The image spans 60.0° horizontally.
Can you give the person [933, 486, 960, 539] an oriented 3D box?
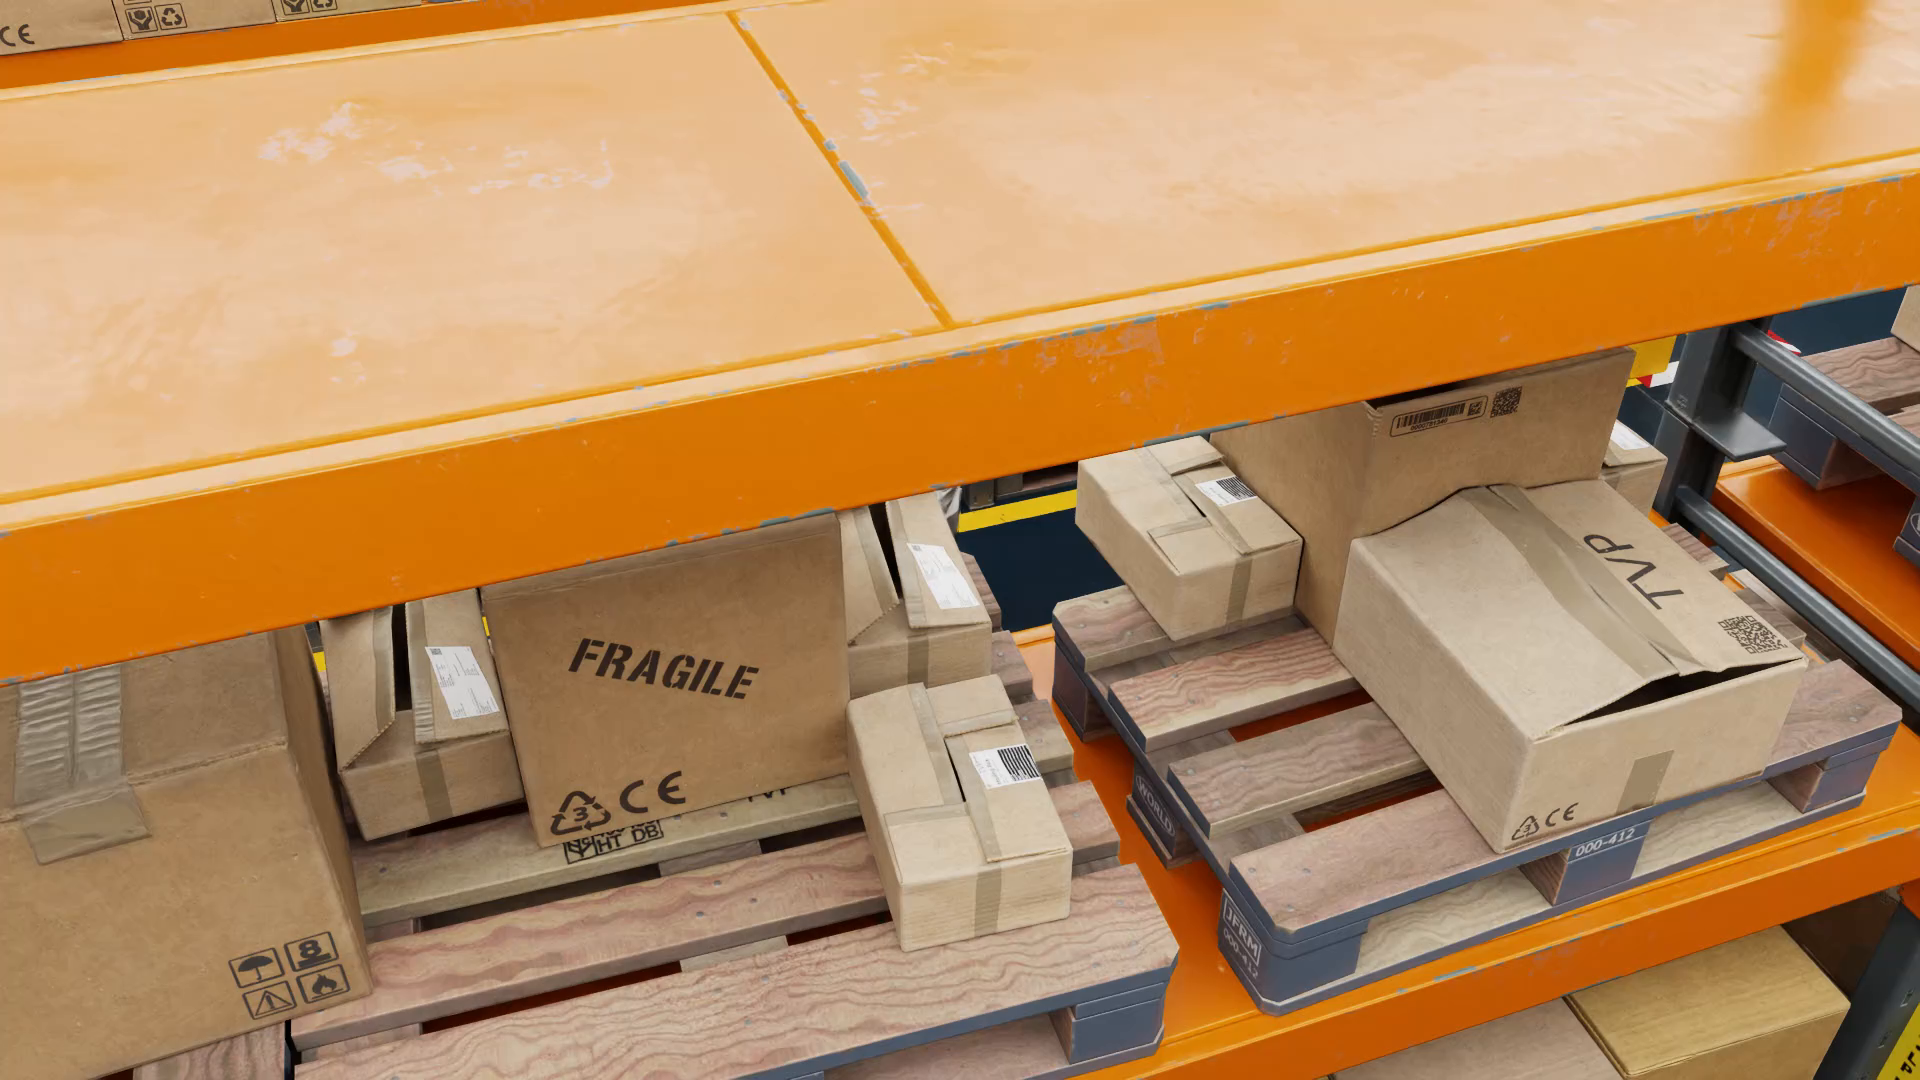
[{"bbox_3d":[-0.261,-0.123,6.768,0.578,1.783,0.474,12,39,15],"label":"person"}]
